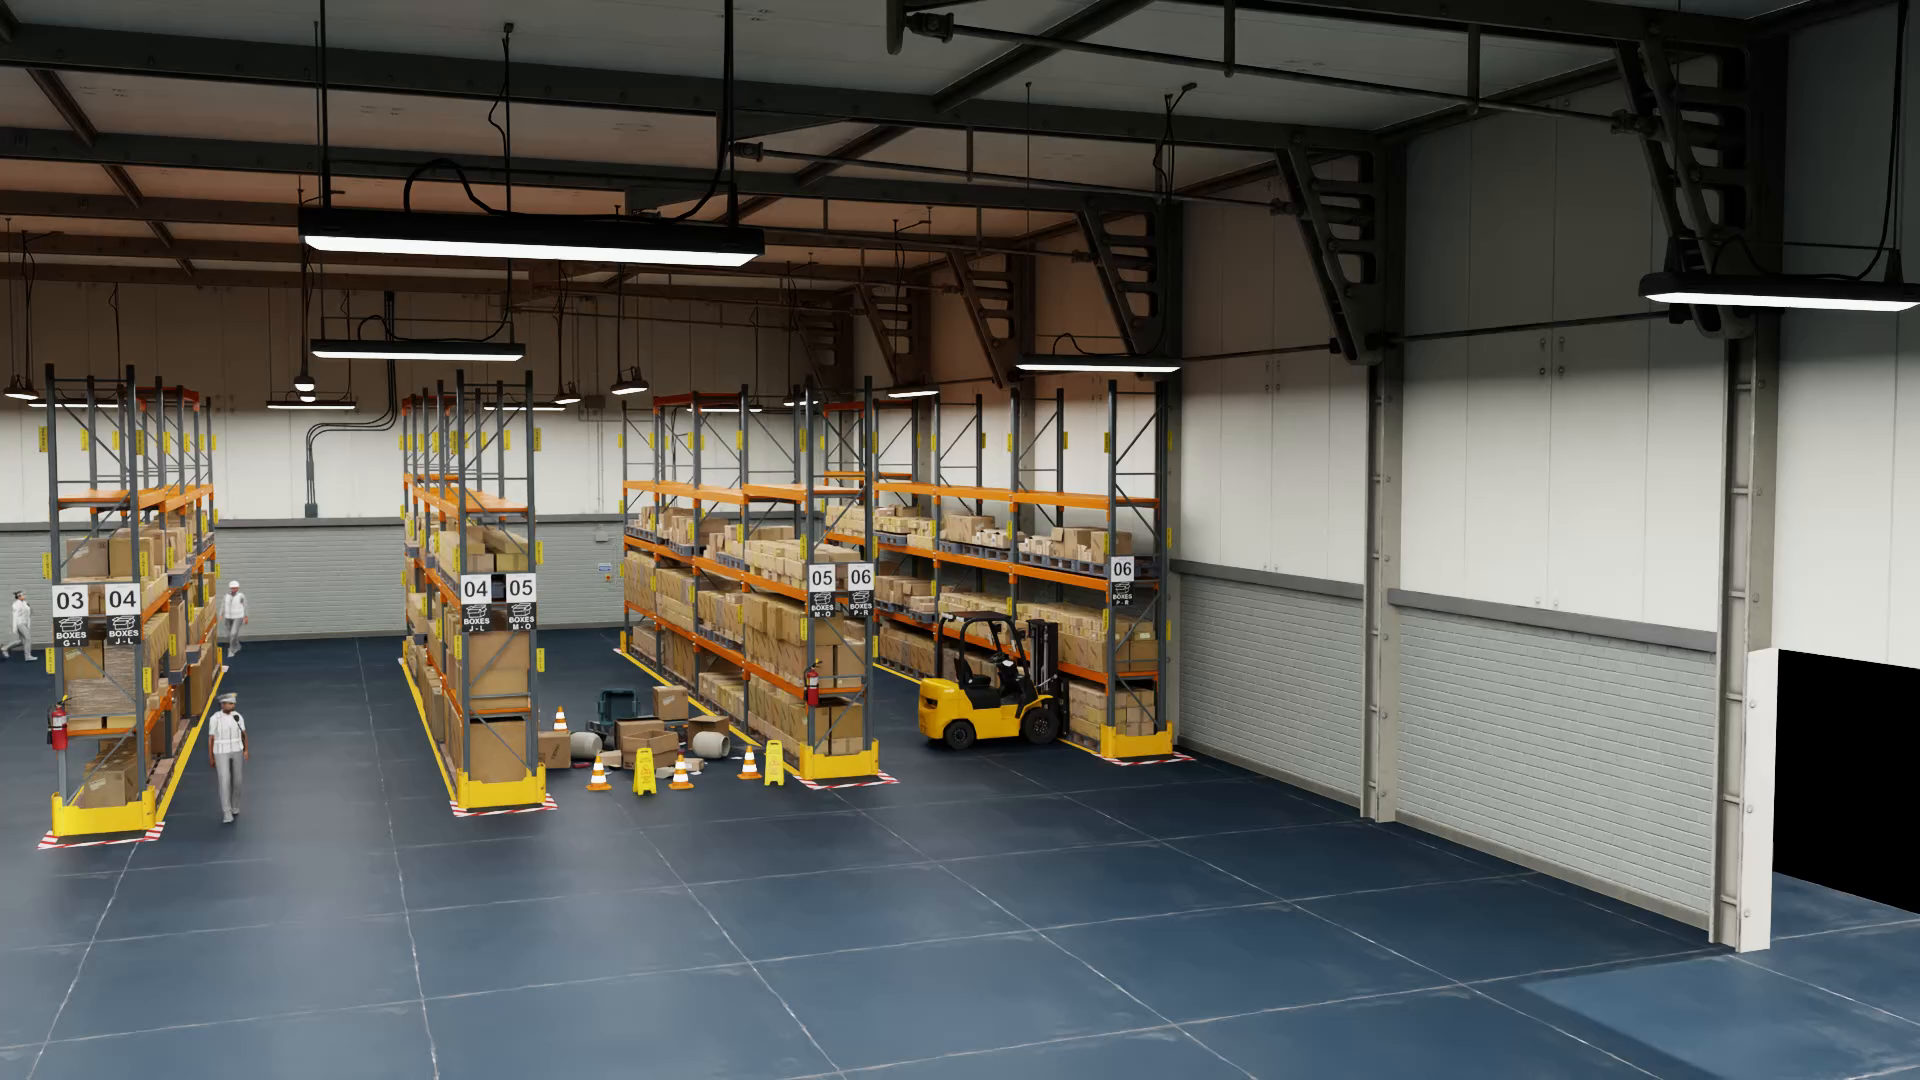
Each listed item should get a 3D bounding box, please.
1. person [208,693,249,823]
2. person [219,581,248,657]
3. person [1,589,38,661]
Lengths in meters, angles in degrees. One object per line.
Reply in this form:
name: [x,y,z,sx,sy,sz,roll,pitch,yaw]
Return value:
person: [-9.737,2.895,22.253,0.470,1.669,0.733,-3,4,-41]
person: [-17.148,1.852,39.262,0.598,1.798,0.706,0,3,4]
person: [-21.550,1.936,38.120,0.798,1.640,0.492,0,3,-8]
